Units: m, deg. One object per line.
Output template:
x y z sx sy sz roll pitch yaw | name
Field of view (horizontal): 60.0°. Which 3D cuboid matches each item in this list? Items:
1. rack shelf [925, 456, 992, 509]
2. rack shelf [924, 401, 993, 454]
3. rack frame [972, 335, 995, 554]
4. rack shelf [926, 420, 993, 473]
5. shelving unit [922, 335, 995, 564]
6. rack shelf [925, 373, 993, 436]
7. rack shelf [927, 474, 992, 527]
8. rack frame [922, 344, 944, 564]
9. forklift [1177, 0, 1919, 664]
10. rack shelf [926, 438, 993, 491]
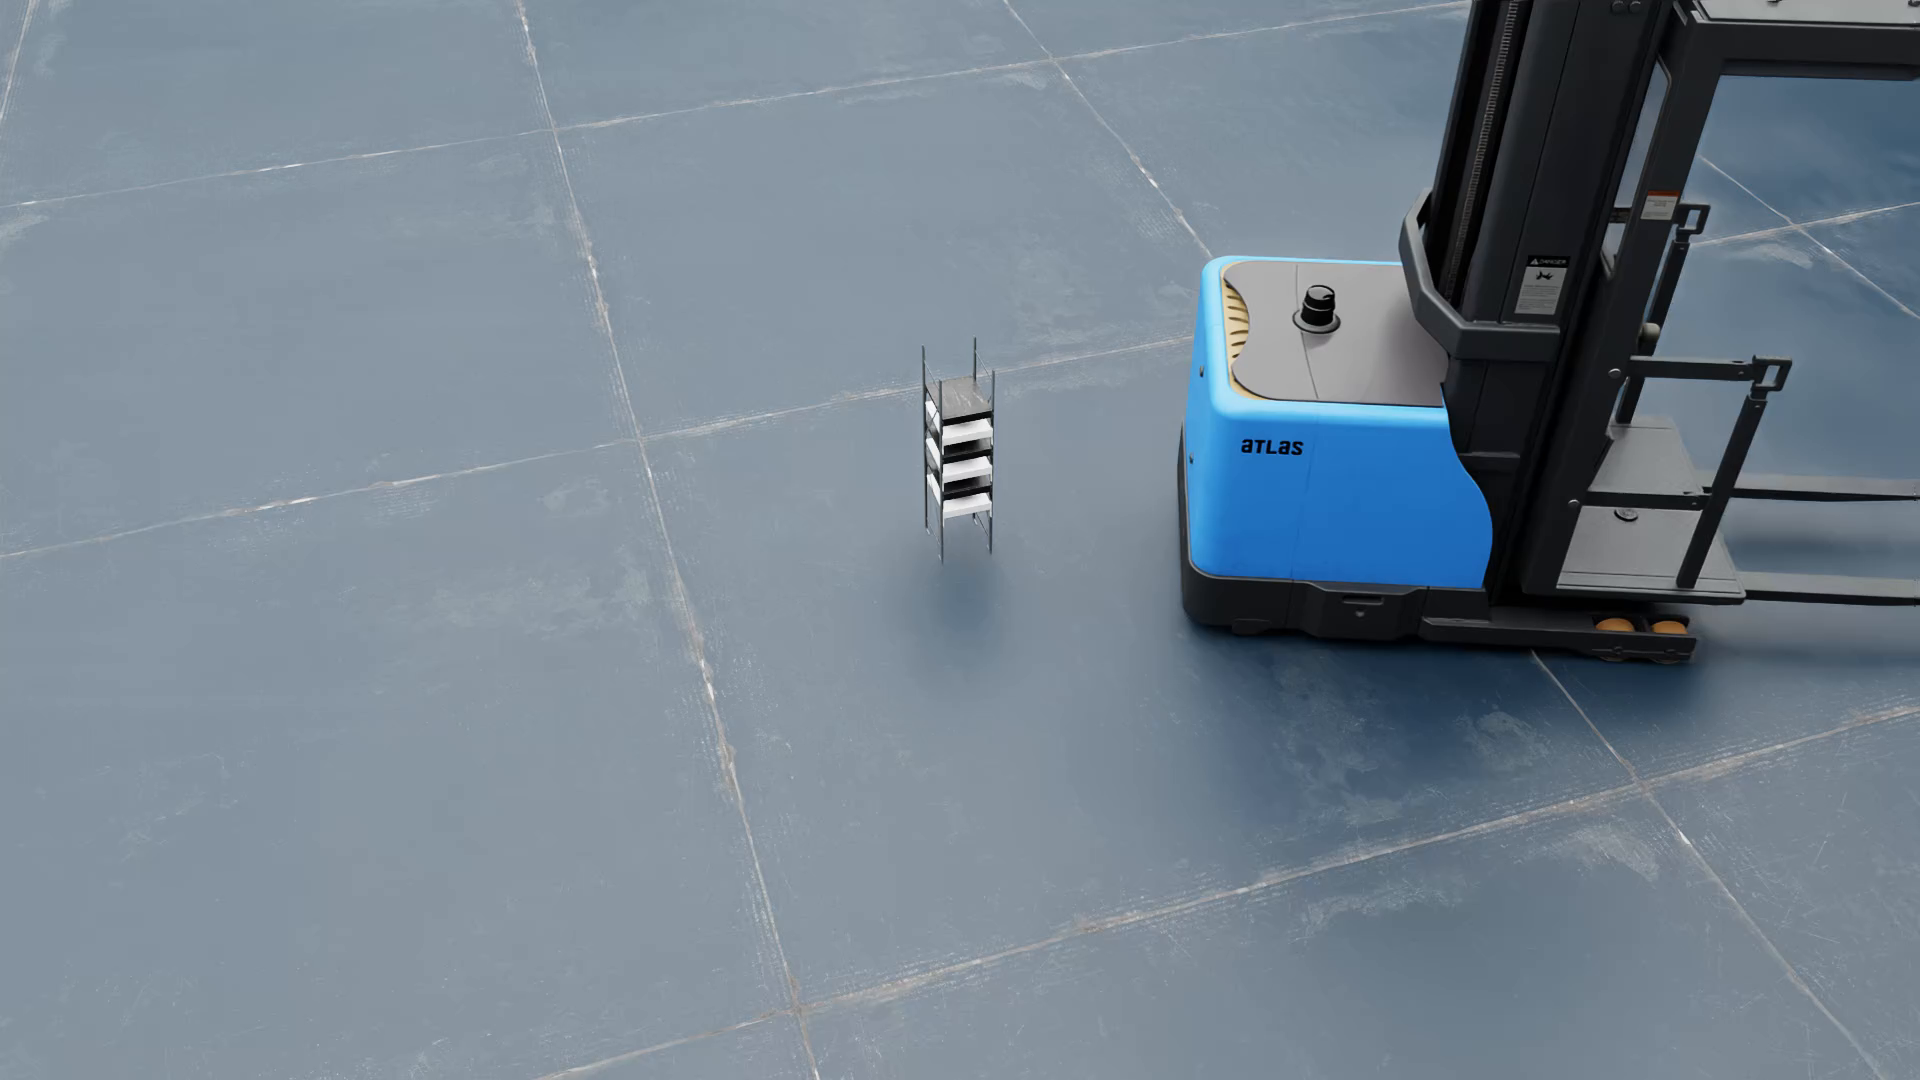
-0.008 -0.244 6.533 0.200 0.077 0.258 -12 42 -13 | rack shelf
-0.008 -0.448 6.356 0.200 0.077 0.258 -12 42 -13 | rack shelf
0.089 -0.357 6.475 0.006 0.900 0.240 -12 42 -13 | rack frame
-0.008 -0.380 6.415 0.200 0.077 0.258 -12 42 -13 | rack shelf
-0.008 -0.337 6.452 0.210 0.900 0.258 -12 42 -13 | shelving unit
-0.008 -0.516 6.296 0.200 0.077 0.258 -12 42 -13 | rack shelf
-0.008 -0.177 6.592 0.200 0.077 0.258 -12 42 -13 | rack shelf
-0.105 -0.317 6.429 0.006 0.900 0.240 -12 42 -13 | rack frame
2.393 -1.006 5.673 3.031 2.935 1.130 3 41 3 | forklift
-0.008 -0.312 6.474 0.200 0.077 0.258 -12 42 -13 | rack shelf
